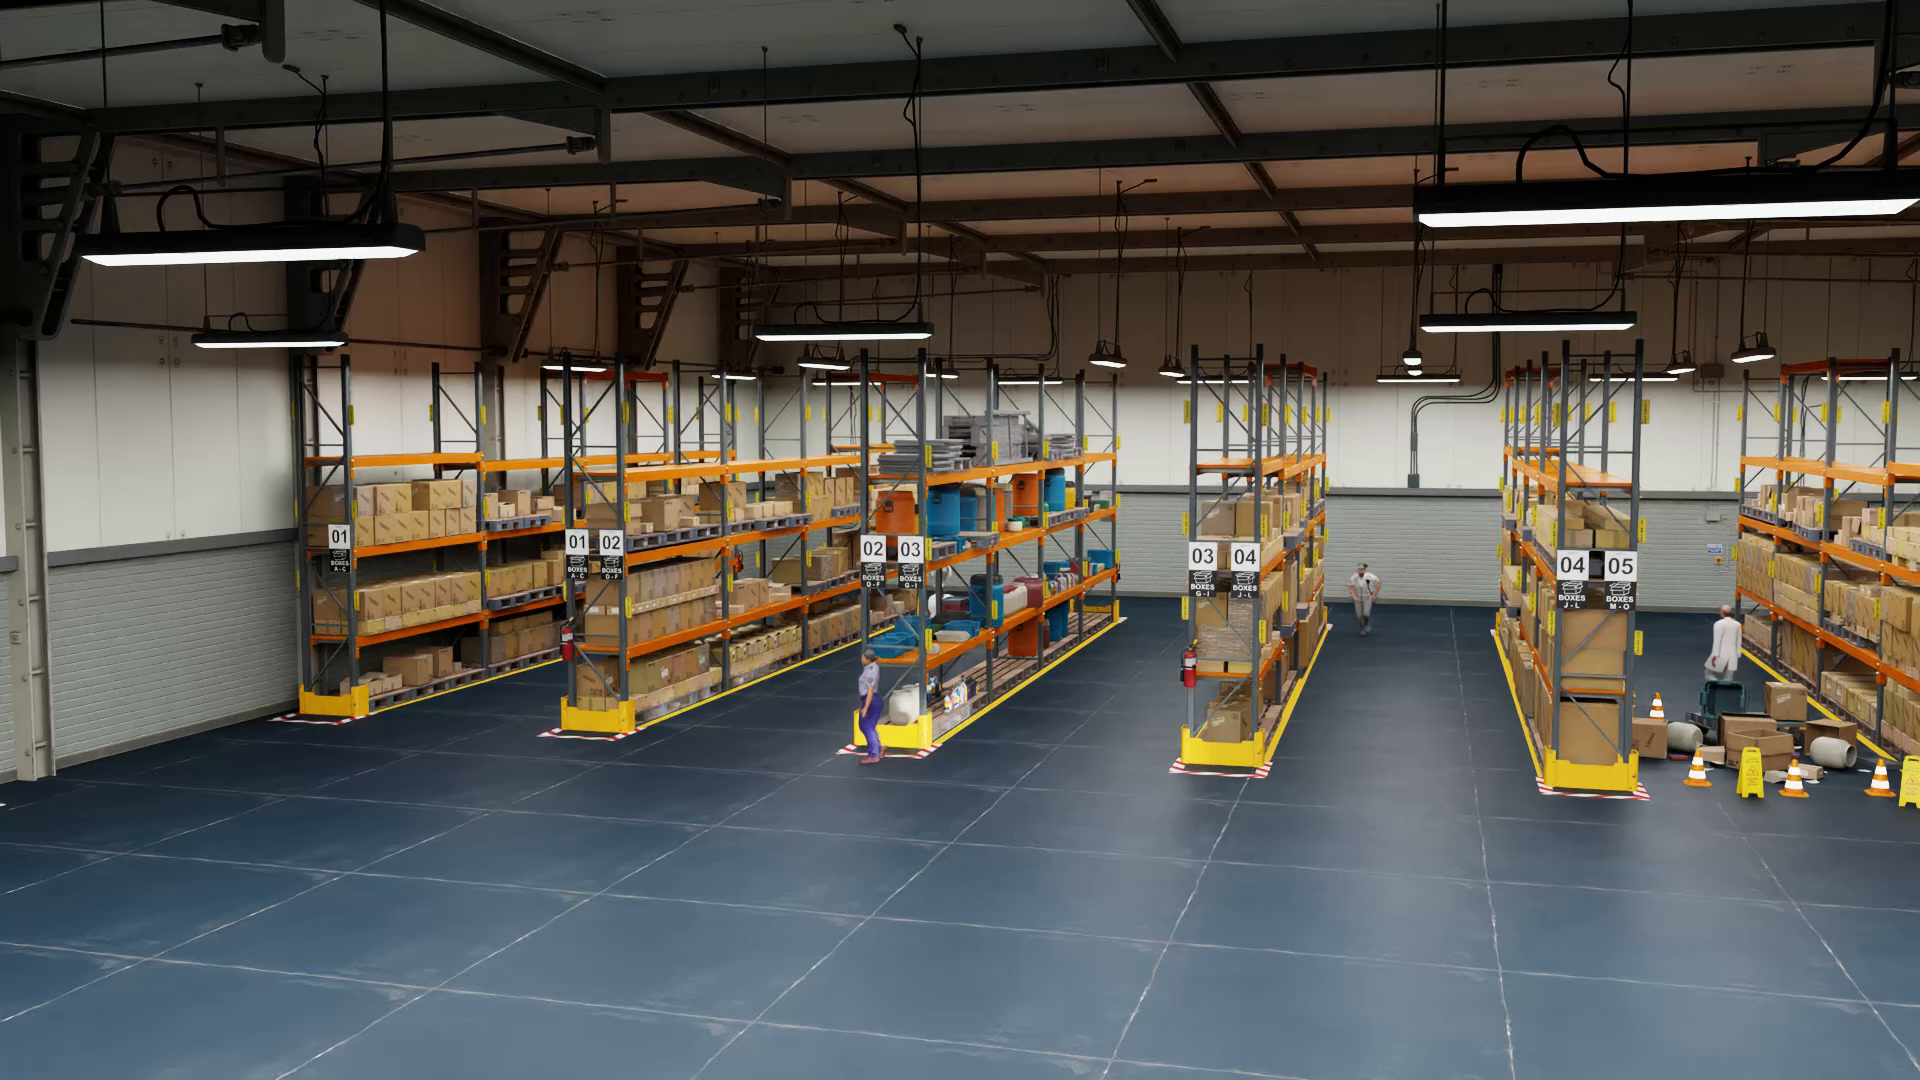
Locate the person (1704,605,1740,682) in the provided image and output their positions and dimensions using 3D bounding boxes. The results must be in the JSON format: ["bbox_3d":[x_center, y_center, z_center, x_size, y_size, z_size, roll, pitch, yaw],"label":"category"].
[{"bbox_3d":[12.992,2.006,28.244,0.608,1.808,0.484,-1,4,-11],"label":"person"}]

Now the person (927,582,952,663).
[{"bbox_3d":[-0.429,1.651,32.863,0.640,1.659,1.094,1,5,19],"label":"person"}]

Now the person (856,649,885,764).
[{"bbox_3d":[-1.268,2.438,23.918,0.358,1.765,0.555,1,4,9],"label":"person"}]

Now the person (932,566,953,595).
[{"bbox_3d":[-0.471,0.845,44.270,0.504,1.607,1.078,-1,4,-17],"label":"person"}]

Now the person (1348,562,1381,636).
[{"bbox_3d":[9.166,1.326,37.708,0.712,1.707,0.870,2,5,24],"label":"person"}]
